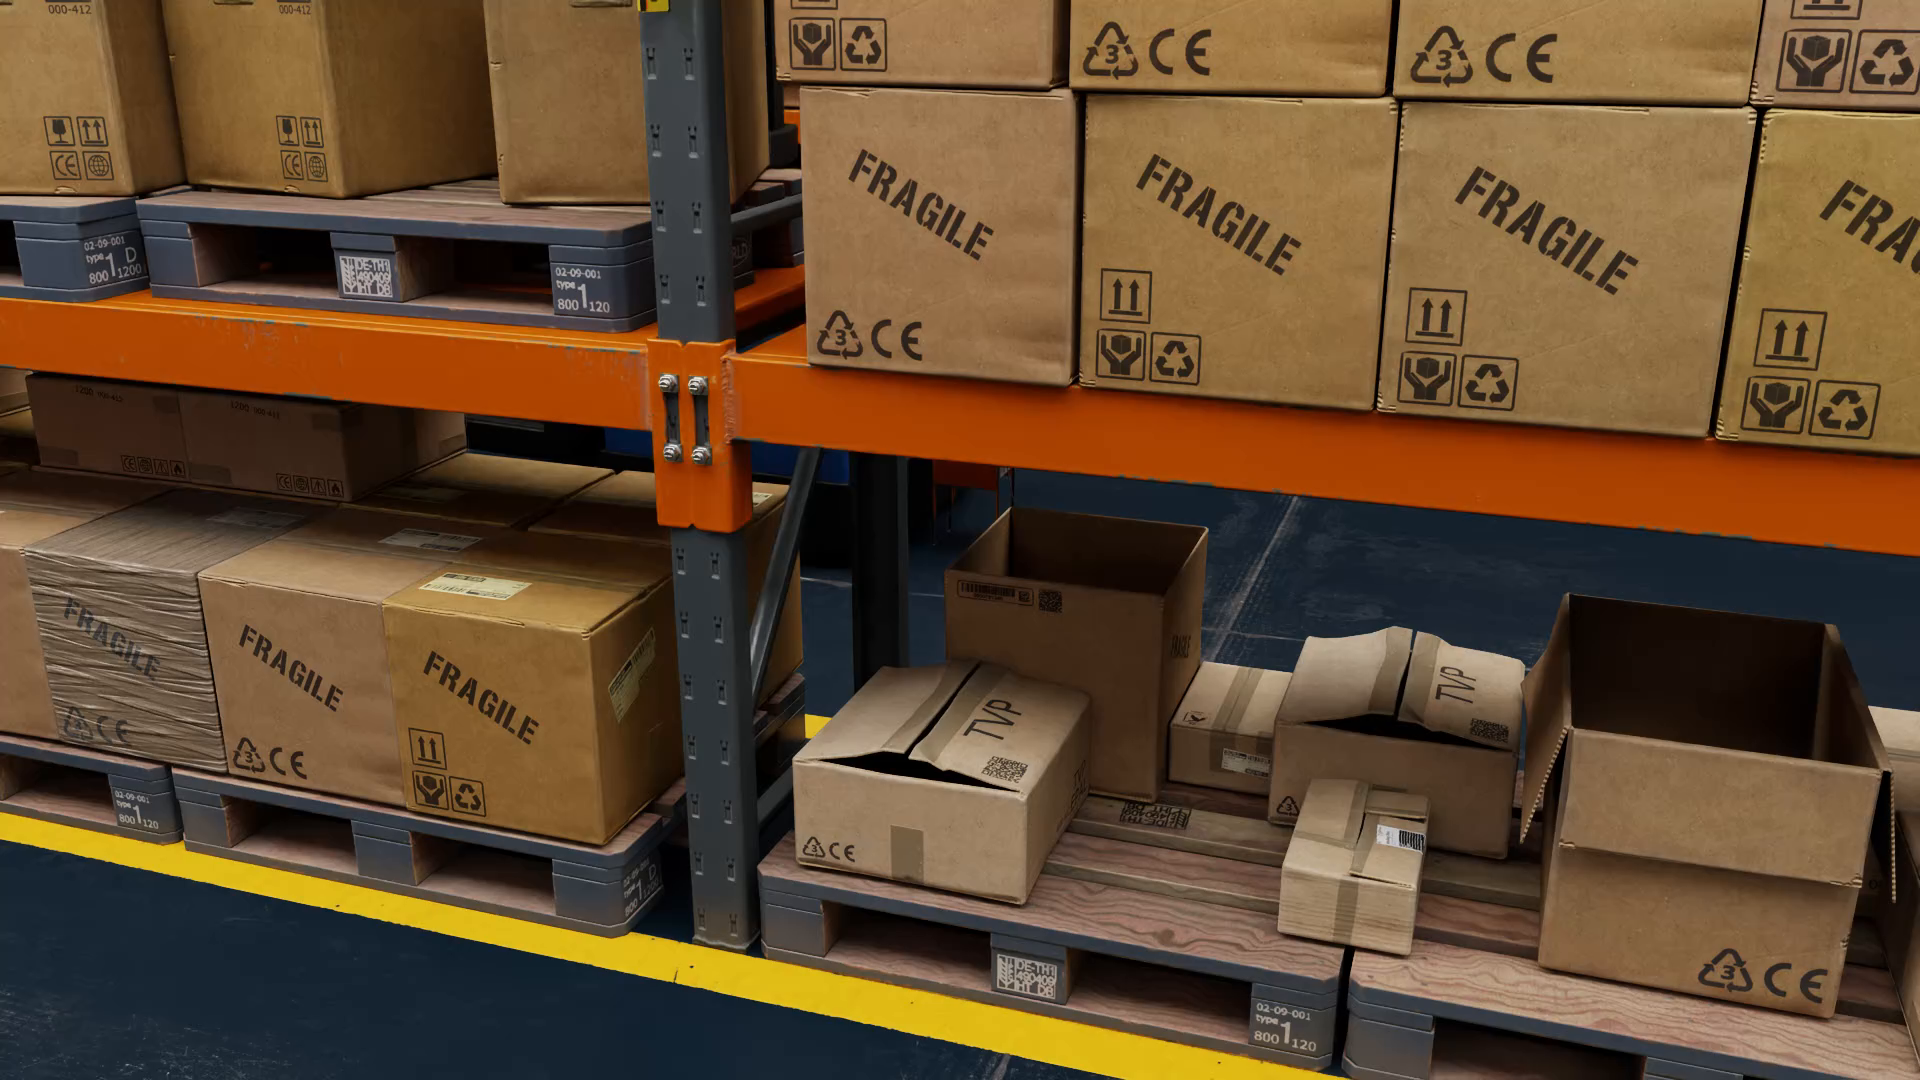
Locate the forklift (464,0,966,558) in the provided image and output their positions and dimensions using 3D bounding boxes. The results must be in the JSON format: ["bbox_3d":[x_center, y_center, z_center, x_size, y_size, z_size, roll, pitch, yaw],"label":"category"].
[{"bbox_3d":[-1.486,-1.634,6.311,3.031,2.935,1.130,9,21,24],"label":"forklift"}]

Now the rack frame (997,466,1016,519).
[{"bbox_3d":[0.166,-0.477,5.849,0.008,1.050,0.200,7,20,18],"label":"rack frame"}]

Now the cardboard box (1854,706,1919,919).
[{"bbox_3d":[2.062,0.573,3.384,0.500,0.250,0.500,7,20,18],"label":"cardboard box"}]

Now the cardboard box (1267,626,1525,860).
[{"bbox_3d":[0.988,0.422,3.726,0.500,0.311,0.500,7,20,18],"label":"cardboard box"}]

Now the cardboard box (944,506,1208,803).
[{"bbox_3d":[0.280,0.251,3.927,0.500,0.500,0.500,7,20,18],"label":"cardboard box"}]

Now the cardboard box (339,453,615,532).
[{"bbox_3d":[-1.236,0.096,4.373,0.500,0.500,0.500,7,20,19],"label":"cardboard box"}]

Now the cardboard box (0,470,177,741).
[{"bbox_3d":[-2.331,0.149,4.220,0.500,0.500,0.500,6,20,16],"label":"cardboard box"}]

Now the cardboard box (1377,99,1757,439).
[{"bbox_3d":[0.997,-0.493,2.782,0.500,0.500,0.500,6,20,18],"label":"cardboard box"}]

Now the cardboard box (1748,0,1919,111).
[{"bbox_3d":[1.462,-0.909,2.455,0.500,0.500,0.500,7,20,20],"label":"cardboard box"}]

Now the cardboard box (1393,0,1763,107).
[{"bbox_3d":[0.974,-0.964,2.615,0.500,0.500,0.500,6,20,16],"label":"cardboard box"}]

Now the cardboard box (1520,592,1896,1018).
[{"bbox_3d":[1.425,0.478,3.273,0.637,0.503,0.797,7,20,18],"label":"cardboard box"}]

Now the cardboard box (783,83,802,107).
[{"bbox_3d":[-0.820,-2.288,8.435,0.250,0.149,0.380,7,20,18],"label":"cardboard box"}]

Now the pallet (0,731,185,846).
[{"bbox_3d":[-2.289,0.415,4.566,1.213,0.211,1.003,7,20,18],"label":"pallet"}]

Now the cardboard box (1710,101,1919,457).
[{"bbox_3d":[1.478,-0.439,2.625,0.500,0.500,0.500,6,20,17],"label":"cardboard box"}]

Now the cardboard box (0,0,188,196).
[{"bbox_3d":[-2.041,-1.112,3.919,0.500,0.500,0.700,1,19,4],"label":"cardboard box"}]

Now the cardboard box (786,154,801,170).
[{"bbox_3d":[-1.031,-1.634,8.834,0.750,0.750,0.750,6,20,18],"label":"cardboard box"}]

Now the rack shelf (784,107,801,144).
[{"bbox_3d":[-0.619,-2.112,8.670,4.000,0.370,1.077,7,20,18],"label":"rack shelf"}]

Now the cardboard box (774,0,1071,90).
[{"bbox_3d":[0.001,-1.076,2.934,0.500,0.500,0.500,7,20,19],"label":"cardboard box"}]

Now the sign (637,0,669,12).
[{"bbox_3d":[-0.530,-1.068,2.825,0.005,0.325,0.100,7,20,18],"label":"sign"}]

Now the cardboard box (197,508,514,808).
[{"bbox_3d":[-1.376,0.258,3.909,0.500,0.500,0.500,7,20,18],"label":"cardboard box"}]

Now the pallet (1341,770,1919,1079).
[{"bbox_3d":[1.453,0.828,3.381,1.213,0.211,1.003,7,20,18],"label":"pallet"}]

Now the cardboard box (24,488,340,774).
[{"bbox_3d":[-1.850,0.203,4.065,0.500,0.500,0.500,7,20,19],"label":"cardboard box"}]

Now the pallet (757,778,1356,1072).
[{"bbox_3d":[0.297,0.697,3.757,1.213,0.211,1.003,7,20,18],"label":"pallet"}]

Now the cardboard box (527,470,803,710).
[{"bbox_3d":[-0.729,0.150,4.218,0.500,0.500,0.500,6,20,16],"label":"cardboard box"}]

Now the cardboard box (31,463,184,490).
[{"bbox_3d":[-2.183,-0.015,4.692,0.500,0.500,0.500,6,20,16],"label":"cardboard box"}]

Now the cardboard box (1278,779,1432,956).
[{"bbox_3d":[0.794,0.638,3.324,0.250,0.166,0.380,7,20,18],"label":"cardboard box"}]

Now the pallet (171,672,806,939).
[{"bbox_3d":[-1.132,0.546,4.189,1.213,0.211,1.003,7,20,18],"label":"pallet"}]

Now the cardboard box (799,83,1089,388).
[{"bbox_3d":[0.040,-0.602,3.094,0.500,0.500,0.500,7,20,19],"label":"cardboard box"}]

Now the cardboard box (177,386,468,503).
[{"bbox_3d":[-1.673,-0.312,4.405,0.500,0.250,0.500,7,20,18],"label":"cardboard box"}]

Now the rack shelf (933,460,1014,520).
[{"bbox_3d":[0.051,-0.218,5.982,0.240,0.259,0.215,7,20,18],"label":"rack shelf"}]

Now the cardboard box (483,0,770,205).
[{"bbox_3d":[-0.726,-1.061,3.773,0.500,0.500,0.700,0,19,0],"label":"cardboard box"}]

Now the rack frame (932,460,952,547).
[{"bbox_3d":[-0.065,-0.503,5.925,0.008,1.050,0.200,7,20,18],"label":"rack frame"}]

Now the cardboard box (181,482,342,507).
[{"bbox_3d":[-1.706,0.039,4.535,0.500,0.500,0.500,7,20,19],"label":"cardboard box"}]

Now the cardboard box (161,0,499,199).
[{"bbox_3d":[-1.396,-1.115,3.929,0.500,0.500,0.700,10,22,27],"label":"cardboard box"}]

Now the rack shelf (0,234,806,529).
[{"bbox_3d":[-2.241,-0.571,4.250,4.000,0.370,1.077,7,20,18],"label":"rack shelf"}]

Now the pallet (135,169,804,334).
[{"bbox_3d":[-1.071,-0.724,3.888,1.213,0.211,1.003,7,20,18],"label":"pallet"}]

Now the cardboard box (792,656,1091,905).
[{"bbox_3d":[-0.026,0.480,3.559,0.500,0.311,0.500,7,20,18],"label":"cardboard box"}]

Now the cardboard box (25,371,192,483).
[{"bbox_3d":[-2.147,-0.366,4.560,0.500,0.250,0.500,6,20,17],"label":"cardboard box"}]

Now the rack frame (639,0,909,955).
[{"bbox_3d":[-0.352,-0.695,3.512,0.127,3.000,1.000,7,20,18],"label":"rack frame"}]

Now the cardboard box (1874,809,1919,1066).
[{"bbox_3d":[1.945,0.734,2.922,0.500,0.250,0.500,7,20,18],"label":"cardboard box"}]

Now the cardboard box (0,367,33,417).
[{"bbox_3d":[-3.115,-0.475,4.873,0.500,0.250,0.500,7,21,20],"label":"cardboard box"}]

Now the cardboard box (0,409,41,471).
[{"bbox_3d":[-2.681,-0.070,4.849,0.500,0.500,0.500,6,20,16],"label":"cardboard box"}]

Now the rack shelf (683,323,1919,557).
[{"bbox_3d":[1.538,-0.139,3.010,4.000,0.370,1.077,7,20,18],"label":"rack shelf"}]

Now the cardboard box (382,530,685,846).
[{"bbox_3d":[-0.912,0.314,3.748,0.500,0.500,0.500,6,20,18],"label":"cardboard box"}]

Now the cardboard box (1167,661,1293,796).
[{"bbox_3d":[0.654,0.439,3.922,0.250,0.149,0.380,7,20,18],"label":"cardboard box"}]

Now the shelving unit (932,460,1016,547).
[{"bbox_3d":[0.051,-0.490,5.887,0.252,1.050,0.215,7,20,18],"label":"shelving unit"}]

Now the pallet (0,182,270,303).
[{"bbox_3d":[-2.292,-0.827,4.184,1.213,0.211,1.003,7,20,18],"label":"pallet"}]

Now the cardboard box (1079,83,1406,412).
[{"bbox_3d":[0.525,-0.548,2.939,0.500,0.500,0.500,7,20,19],"label":"cardboard box"}]

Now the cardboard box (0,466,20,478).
[{"bbox_3d":[-2.825,0.094,4.377,0.500,0.500,0.500,6,20,17],"label":"cardboard box"}]

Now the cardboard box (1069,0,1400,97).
[{"bbox_3d":[0.489,-1.020,2.774,0.500,0.500,0.500,6,20,16],"label":"cardboard box"}]
